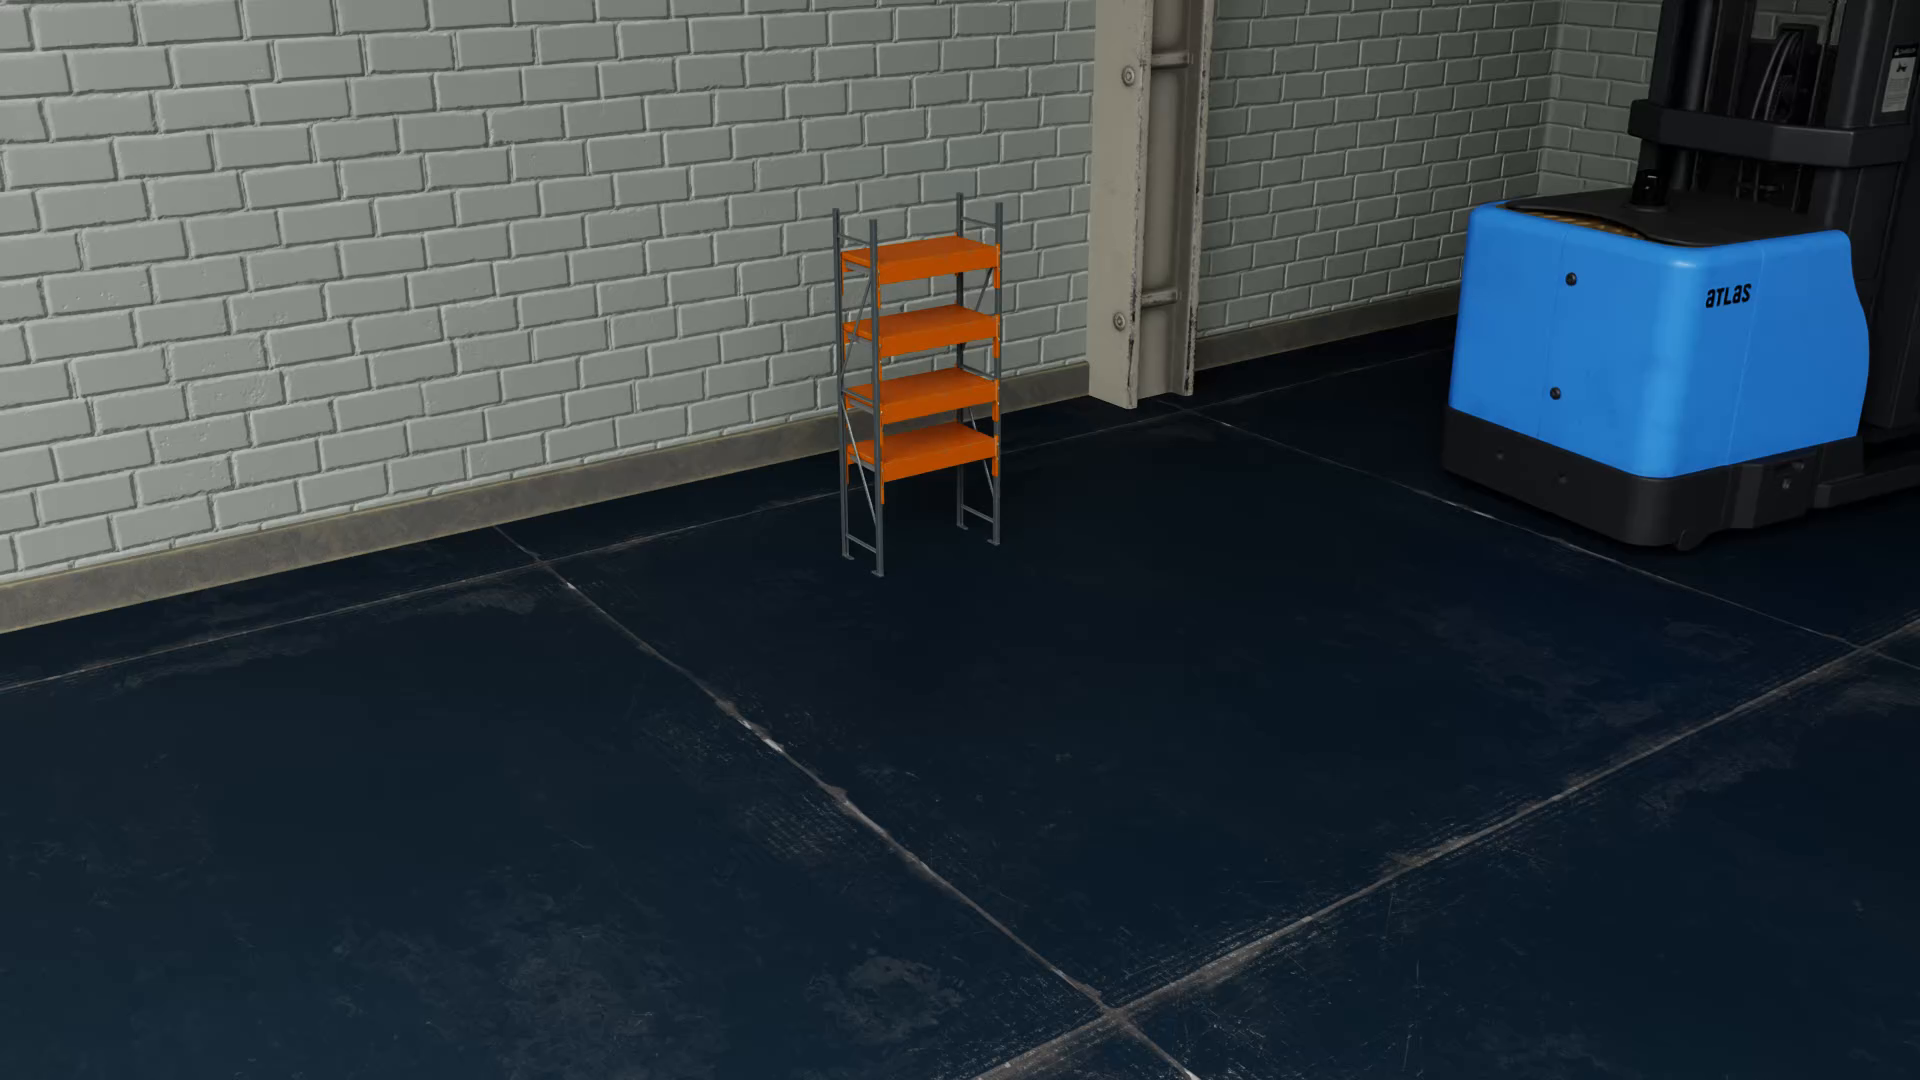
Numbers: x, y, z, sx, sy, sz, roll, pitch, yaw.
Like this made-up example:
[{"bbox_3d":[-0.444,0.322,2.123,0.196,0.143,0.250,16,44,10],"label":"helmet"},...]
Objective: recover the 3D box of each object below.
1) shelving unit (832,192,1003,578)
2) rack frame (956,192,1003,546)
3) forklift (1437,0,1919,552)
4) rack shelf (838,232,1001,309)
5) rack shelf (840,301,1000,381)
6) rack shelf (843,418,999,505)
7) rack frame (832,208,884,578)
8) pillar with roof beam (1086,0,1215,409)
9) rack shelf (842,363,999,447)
[{"bbox_3d":[-0.134,-0.521,5.584,0.503,1.200,0.258,-15,26,-33],"label":"shelving unit"},{"bbox_3d":[0.064,-0.574,5.717,0.015,1.200,0.240,-15,26,-33],"label":"rack frame"},{"bbox_3d":[3.392,-1.693,6.185,3.031,2.935,1.130,-11,24,-26],"label":"forklift"},{"bbox_3d":[-0.134,-0.886,5.439,0.480,0.148,0.258,-15,26,-33],"label":"rack shelf"},{"bbox_3d":[-0.134,-0.667,5.526,0.480,0.148,0.258,-15,26,-33],"label":"rack shelf"},{"bbox_3d":[-0.134,-0.275,5.683,0.480,0.148,0.258,-15,26,-33],"label":"rack shelf"},{"bbox_3d":[-0.332,-0.469,5.452,0.015,1.200,0.240,-15,26,-33],"label":"rack frame"},{"bbox_3d":[3.329,-3.551,2.653,0.400,9.000,9.100,-15,26,-33],"label":"pillar with roof beam"},{"bbox_3d":[-0.134,-0.459,5.609,0.480,0.148,0.258,-15,26,-33],"label":"rack shelf"}]
